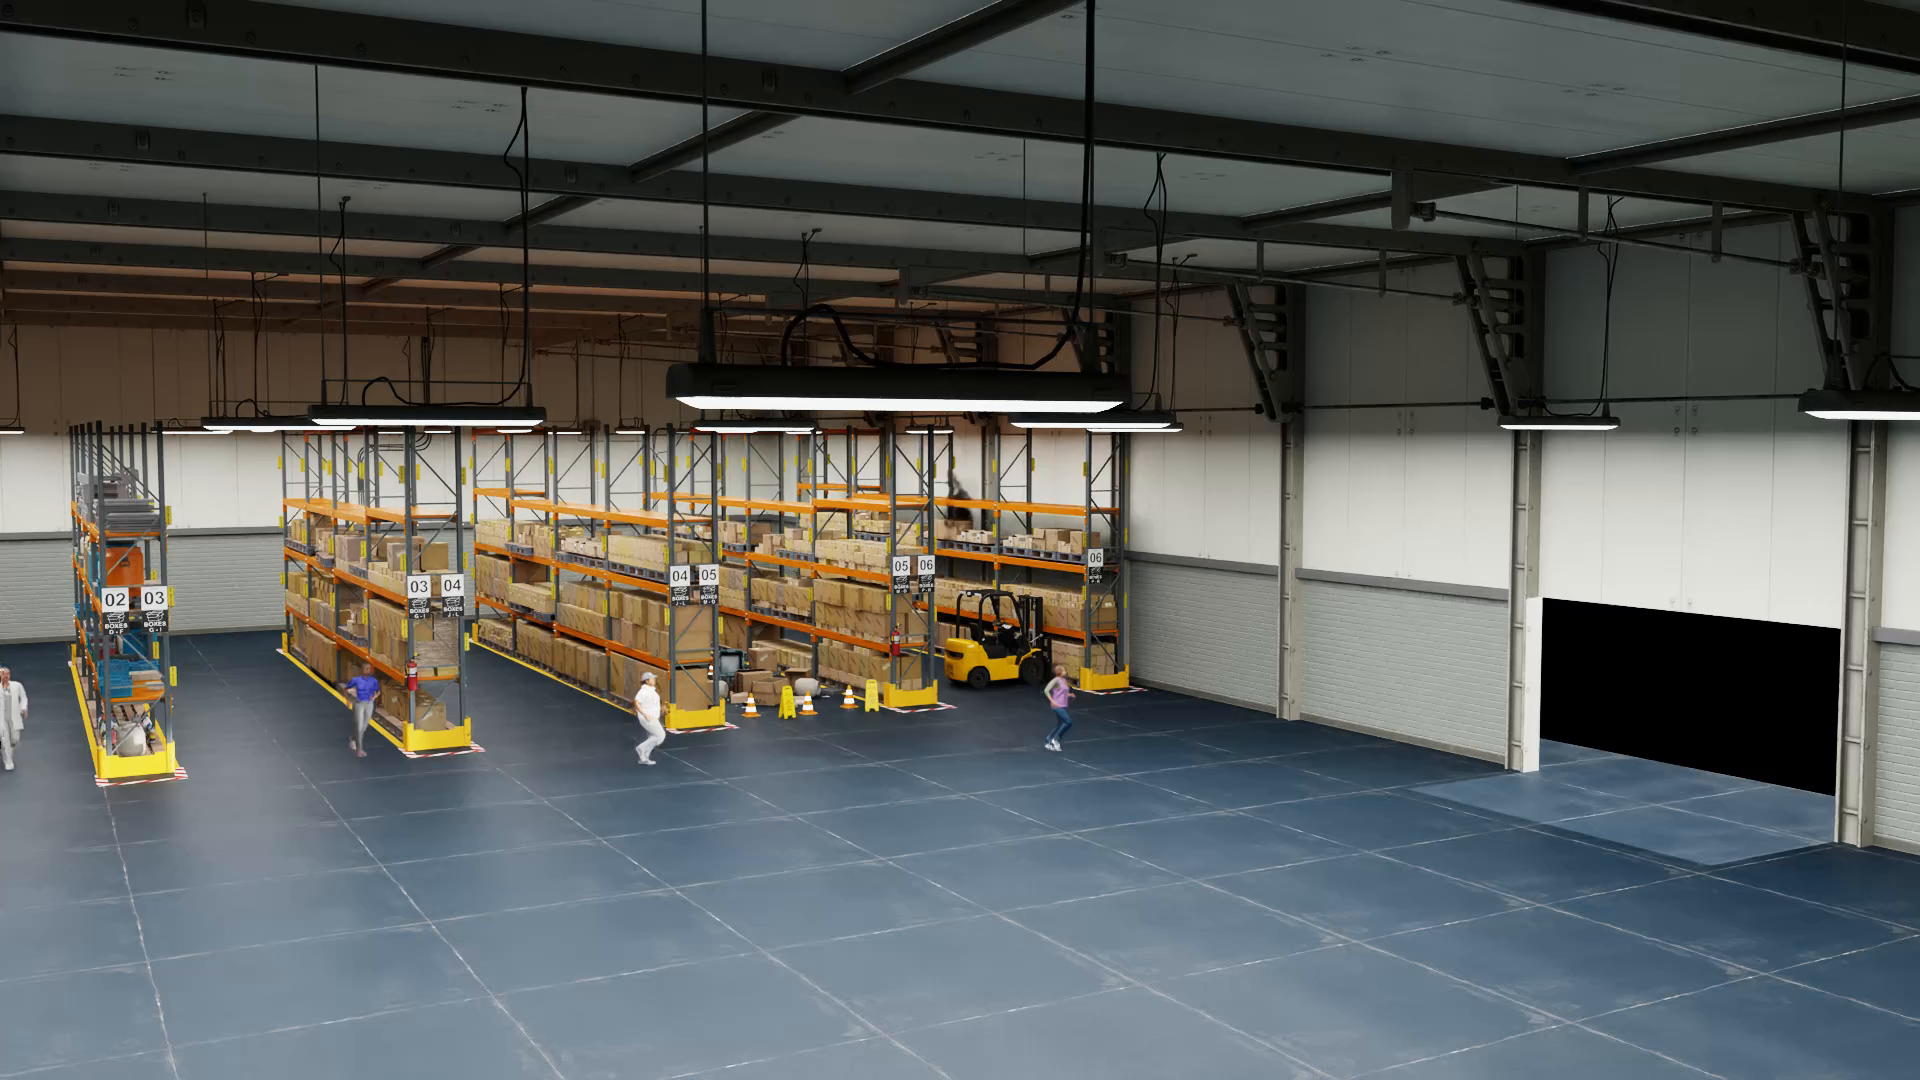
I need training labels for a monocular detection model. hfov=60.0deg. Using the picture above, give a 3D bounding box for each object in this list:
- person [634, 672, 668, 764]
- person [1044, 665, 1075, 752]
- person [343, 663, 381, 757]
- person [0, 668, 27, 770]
[{"bbox_3d":[-5.378,3.121,29.043,0.534,1.613,0.599,0,4,-2],"label":"person"},{"bbox_3d":[1.814,3.056,30.213,0.557,1.577,0.593,2,4,25],"label":"person"},{"bbox_3d":[-10.760,3.032,30.015,0.614,1.622,0.933,-3,5,-40],"label":"person"},{"bbox_3d":[-16.563,3.082,28.850,0.712,1.739,0.652,-3,5,-41],"label":"person"}]
